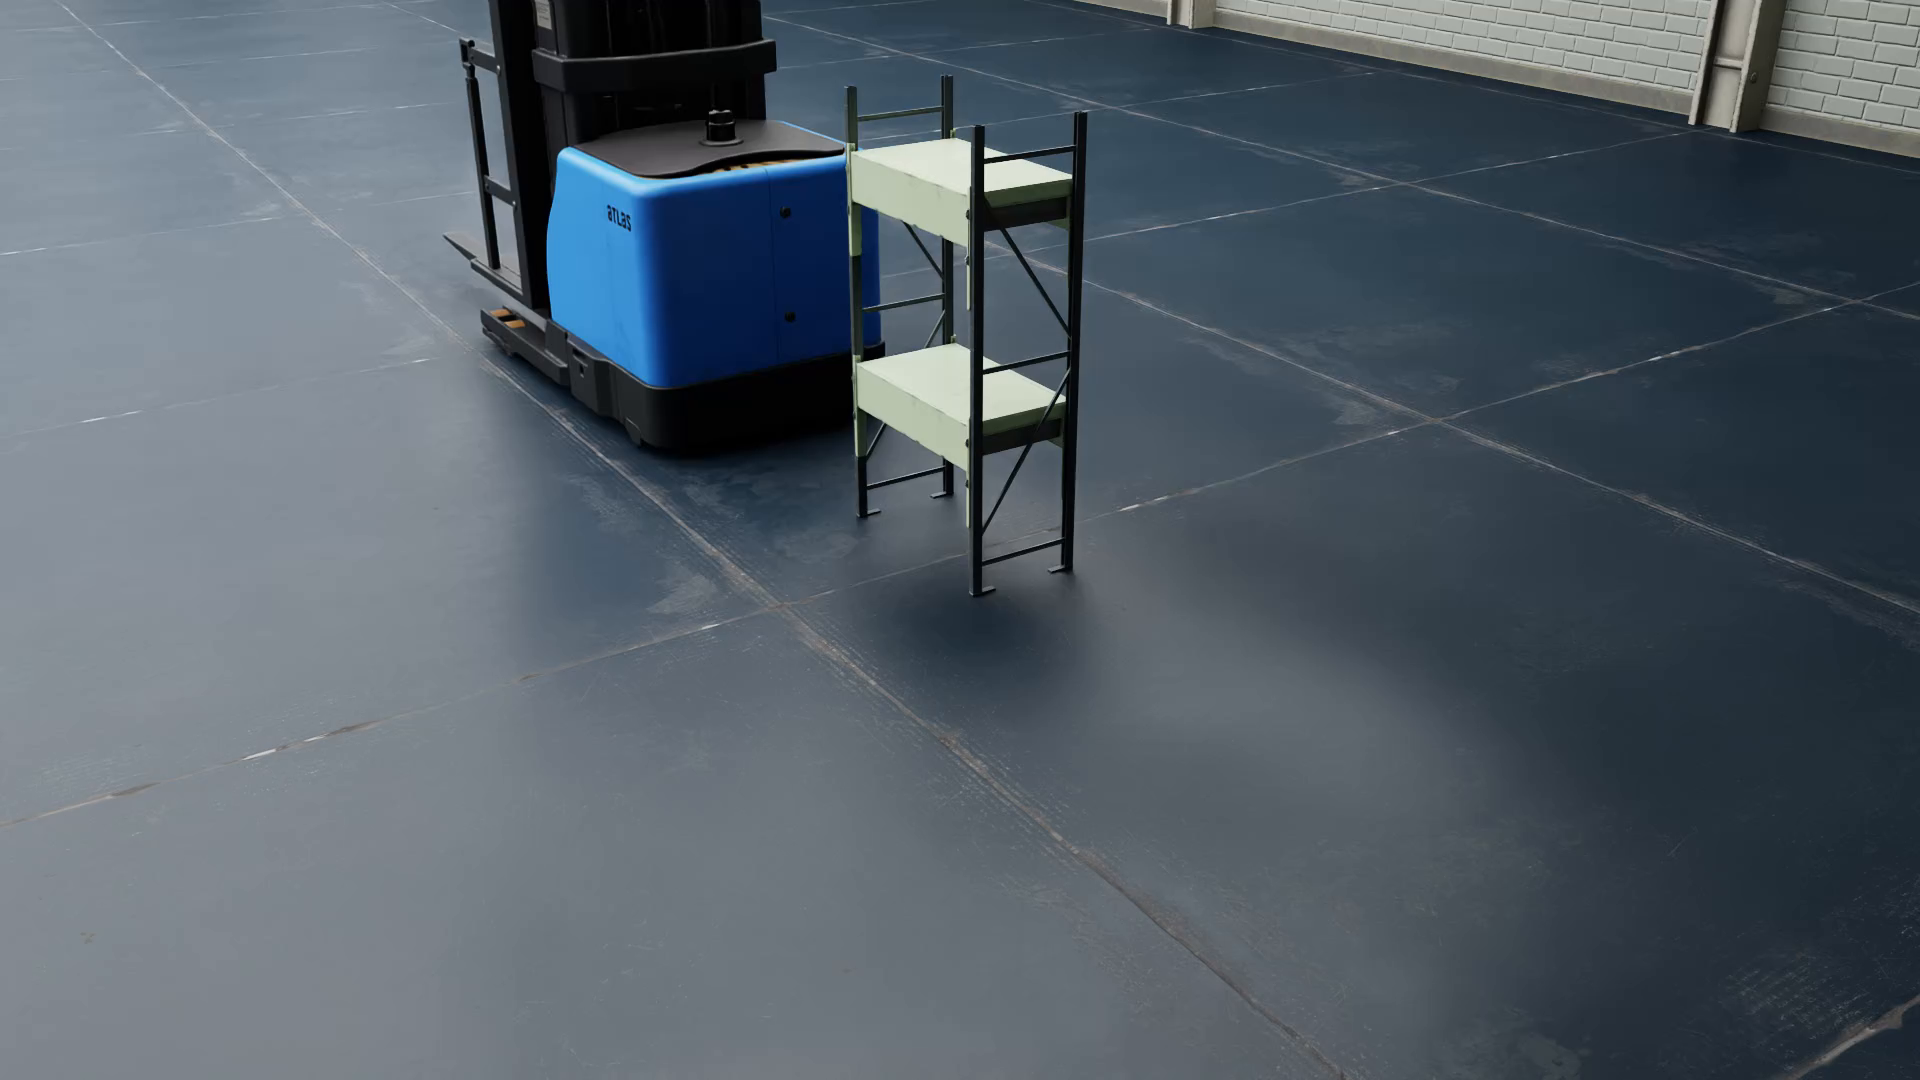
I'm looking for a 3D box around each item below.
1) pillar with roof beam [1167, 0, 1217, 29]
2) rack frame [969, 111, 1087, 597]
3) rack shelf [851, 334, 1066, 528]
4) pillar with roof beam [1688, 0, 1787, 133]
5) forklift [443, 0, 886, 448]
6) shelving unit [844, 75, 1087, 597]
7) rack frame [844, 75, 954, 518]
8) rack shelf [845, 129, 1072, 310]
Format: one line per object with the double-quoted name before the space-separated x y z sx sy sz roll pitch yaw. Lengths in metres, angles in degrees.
"pillar with roof beam" -1.286 -8.245 12.675 9.100 9.000 0.400 -16 29 -30
"rack frame" 0.203 -0.545 5.147 0.400 1.500 0.023 -16 29 -30
"rack shelf" 0.004 -0.381 5.564 0.431 0.370 0.720 -16 29 -30
"pillar with roof beam" 1.990 -6.099 8.129 9.100 9.000 0.400 -16 29 -30
"forklift" -1.543 -2.253 7.088 1.130 2.935 3.031 -16 30 -30
"shelving unit" 0.004 -0.676 5.425 0.431 1.500 0.755 -16 29 -30
"rack frame" -0.196 -0.807 5.702 0.400 1.500 0.023 -16 29 -30
"rack shelf" 0.004 -1.029 5.258 0.431 0.370 0.720 -16 29 -30
